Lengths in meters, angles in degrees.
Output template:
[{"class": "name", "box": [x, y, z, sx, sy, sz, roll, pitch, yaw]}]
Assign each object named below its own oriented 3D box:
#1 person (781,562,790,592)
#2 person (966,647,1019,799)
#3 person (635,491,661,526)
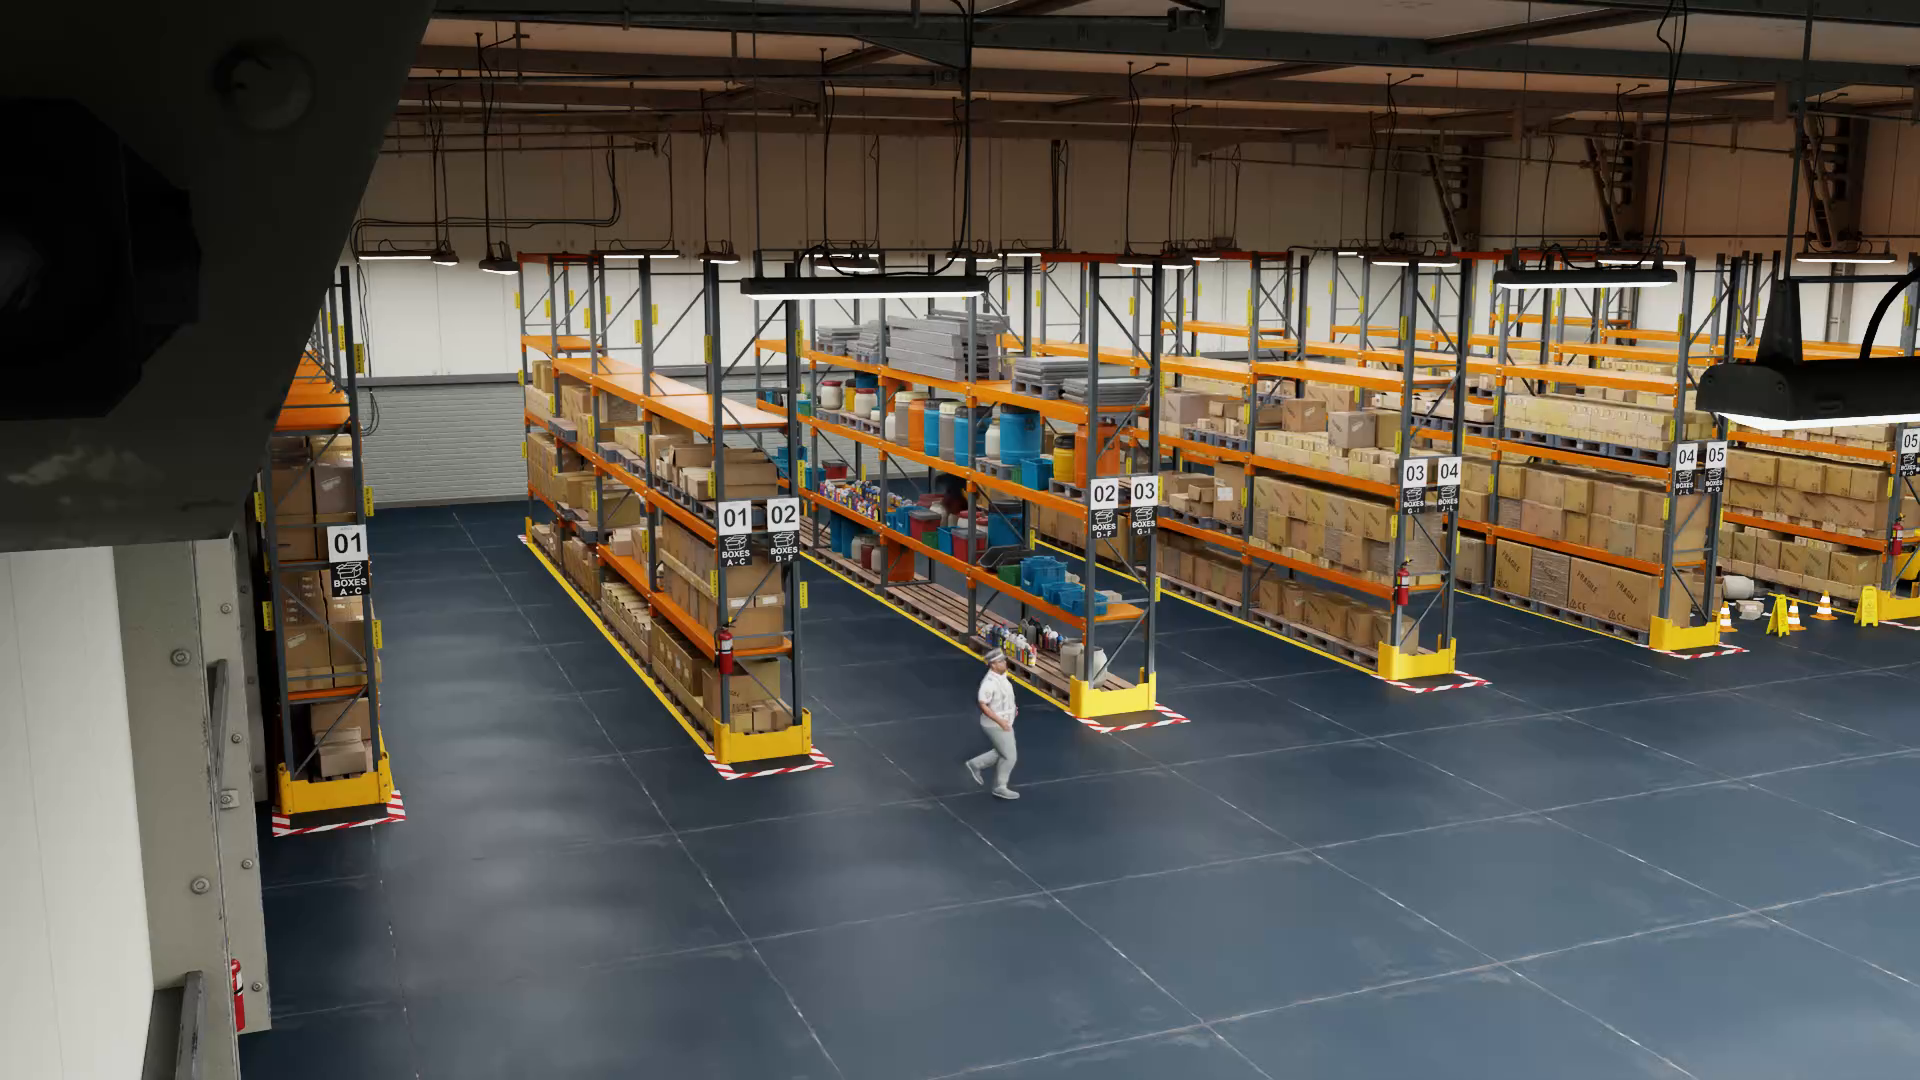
[{"class": "person", "box": [-3.052, 0.112, 28.507, 0.563, 1.646, 0.572, -6, 12, -29]}, {"class": "person", "box": [0.383, 2.070, 18.942, 0.614, 1.761, 0.658, 2, 11, 10]}, {"class": "person", "box": [-6.405, -0.769, 34.642, 0.675, 1.655, 0.635, -6, 12, -32]}]
